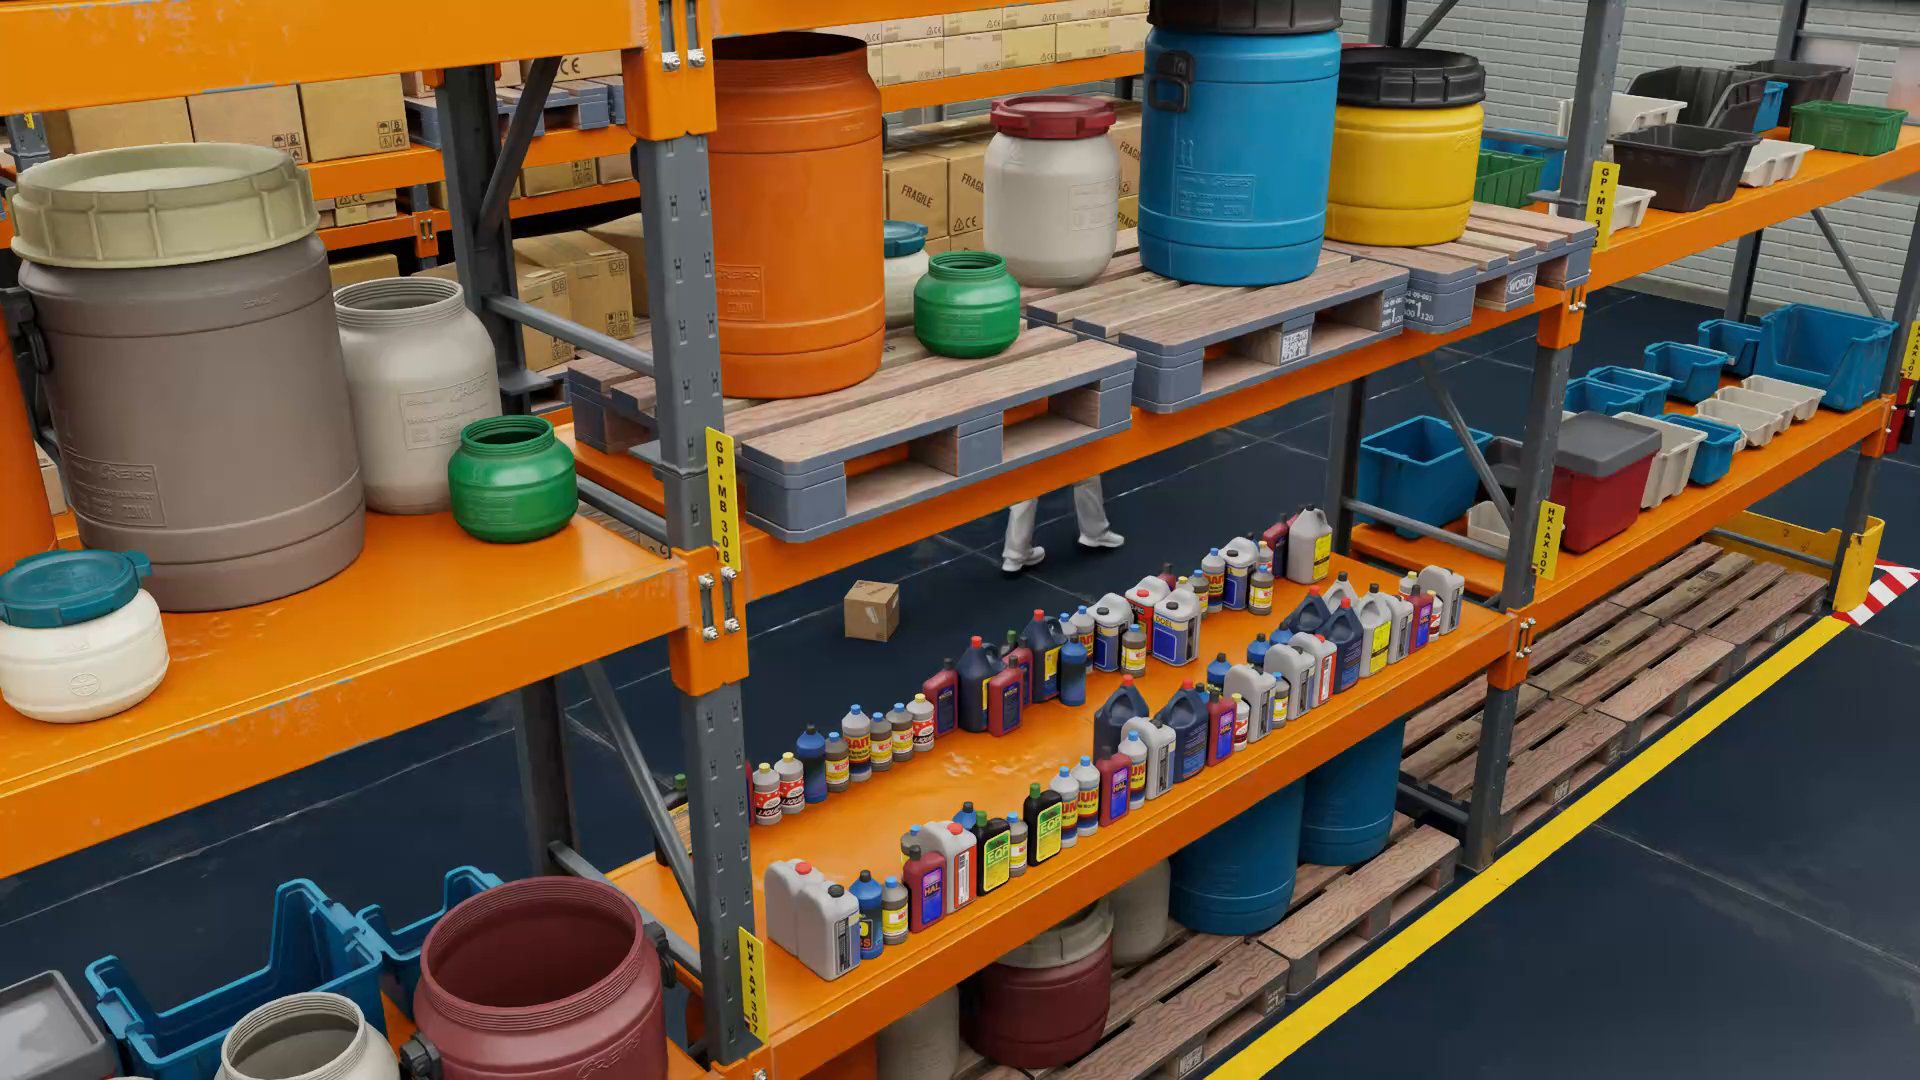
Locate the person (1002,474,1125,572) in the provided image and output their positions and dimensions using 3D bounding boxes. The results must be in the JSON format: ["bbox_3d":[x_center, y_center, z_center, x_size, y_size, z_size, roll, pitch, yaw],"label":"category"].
[{"bbox_3d":[0.617,-0.697,10.178,0.621,1.779,0.941,17,29,33],"label":"person"}]
